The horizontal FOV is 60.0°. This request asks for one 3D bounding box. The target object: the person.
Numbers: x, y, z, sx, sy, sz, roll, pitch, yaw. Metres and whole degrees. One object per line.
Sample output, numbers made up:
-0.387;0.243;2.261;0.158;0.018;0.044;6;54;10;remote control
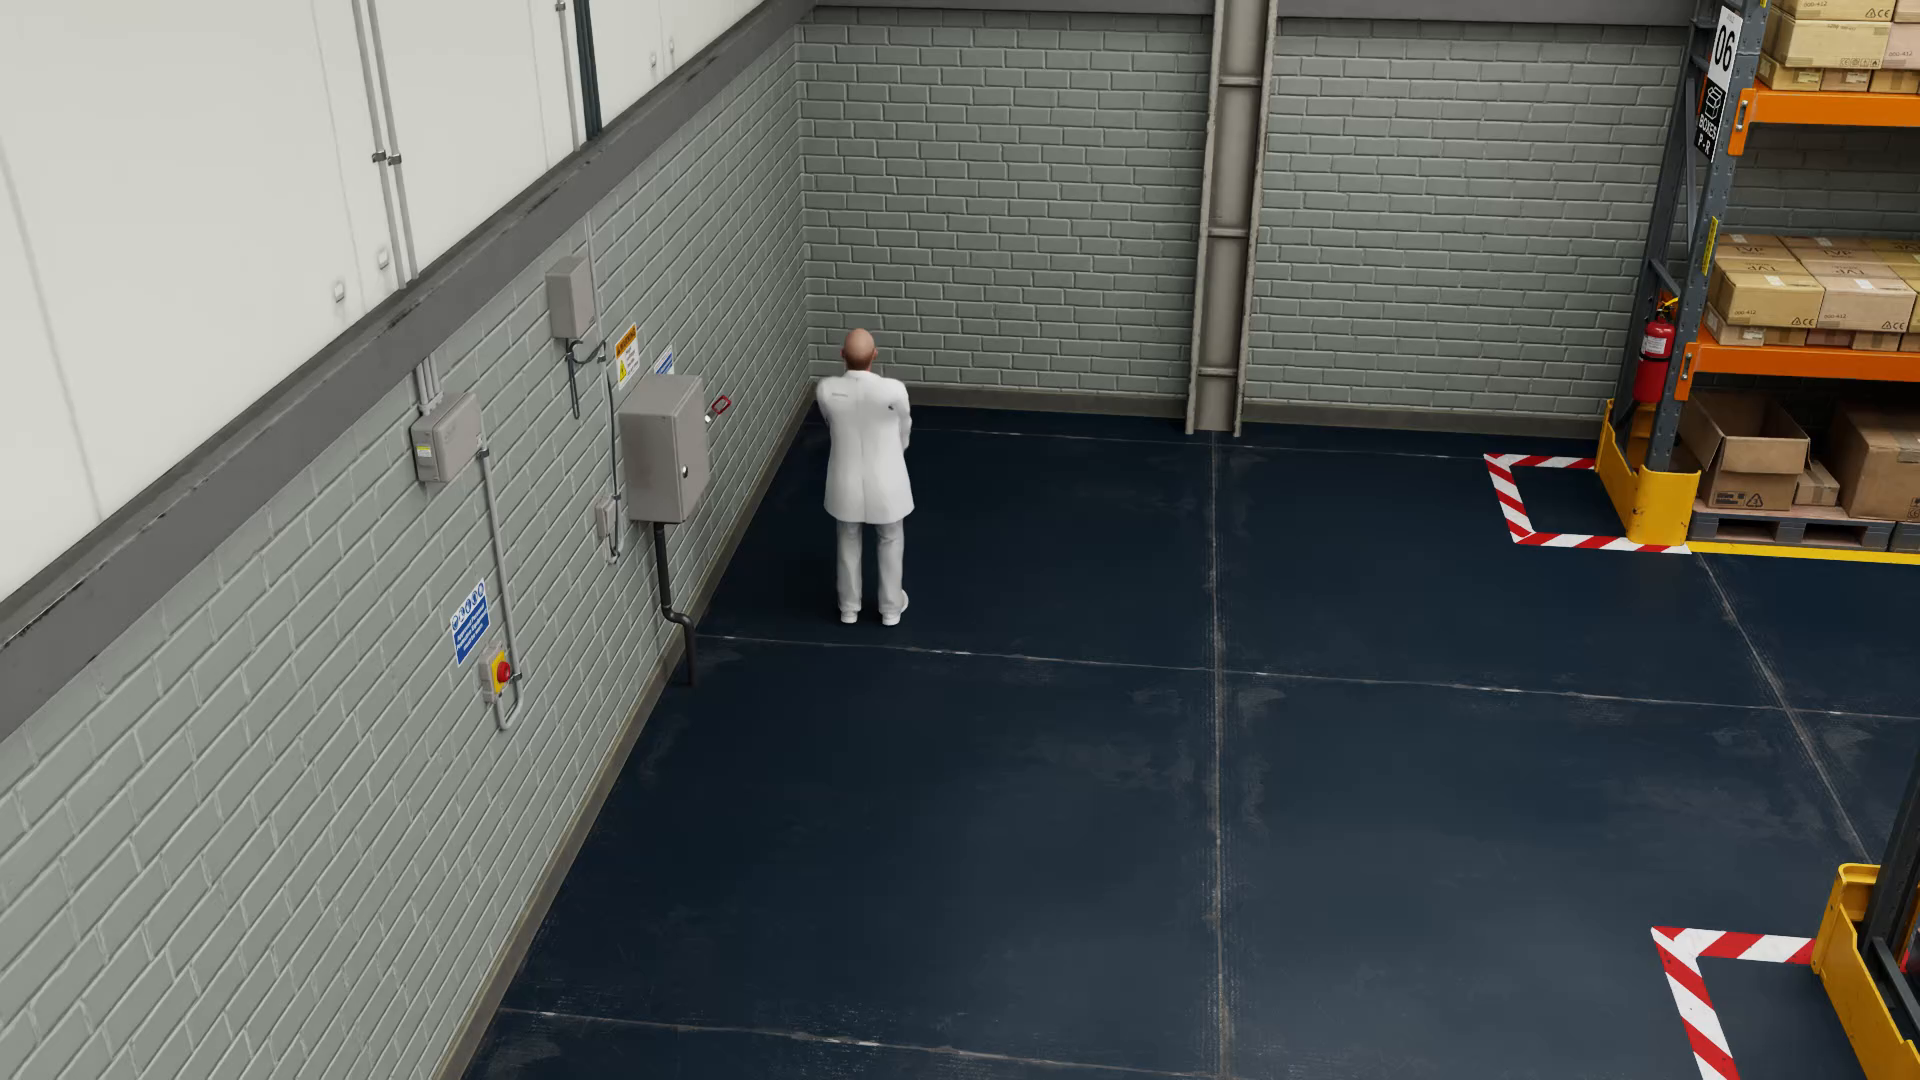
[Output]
-0.521;-0.361;9.318;0.641;1.773;0.430;2;28;3;person
